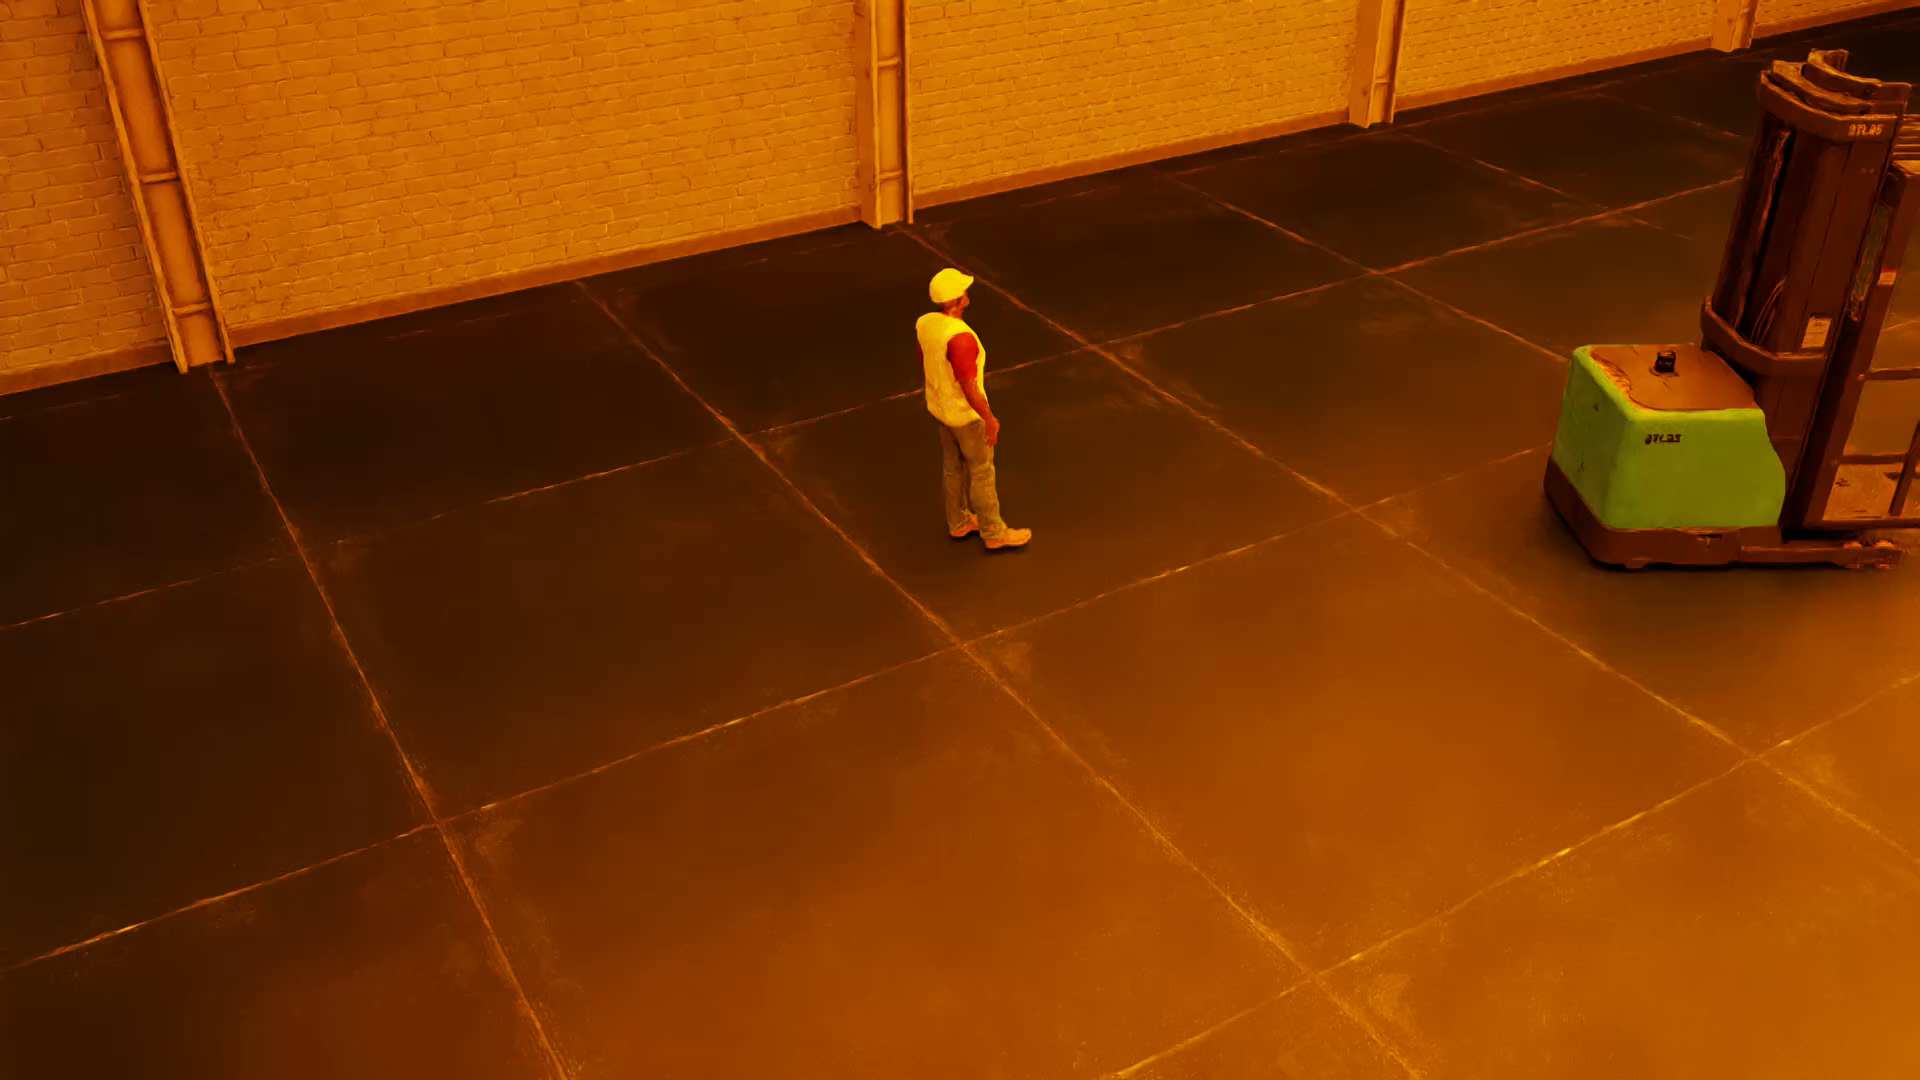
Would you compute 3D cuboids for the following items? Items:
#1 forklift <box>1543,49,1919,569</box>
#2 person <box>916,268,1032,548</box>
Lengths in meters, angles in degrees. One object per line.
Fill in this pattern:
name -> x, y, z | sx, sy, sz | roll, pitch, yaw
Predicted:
forklift -> 5.364, -1.352, 9.904 | 3.031, 2.935, 1.130 | -1, 31, -2
person -> 0.063, -0.811, 10.051 | 0.575, 1.760, 0.665 | -17, 35, -26
